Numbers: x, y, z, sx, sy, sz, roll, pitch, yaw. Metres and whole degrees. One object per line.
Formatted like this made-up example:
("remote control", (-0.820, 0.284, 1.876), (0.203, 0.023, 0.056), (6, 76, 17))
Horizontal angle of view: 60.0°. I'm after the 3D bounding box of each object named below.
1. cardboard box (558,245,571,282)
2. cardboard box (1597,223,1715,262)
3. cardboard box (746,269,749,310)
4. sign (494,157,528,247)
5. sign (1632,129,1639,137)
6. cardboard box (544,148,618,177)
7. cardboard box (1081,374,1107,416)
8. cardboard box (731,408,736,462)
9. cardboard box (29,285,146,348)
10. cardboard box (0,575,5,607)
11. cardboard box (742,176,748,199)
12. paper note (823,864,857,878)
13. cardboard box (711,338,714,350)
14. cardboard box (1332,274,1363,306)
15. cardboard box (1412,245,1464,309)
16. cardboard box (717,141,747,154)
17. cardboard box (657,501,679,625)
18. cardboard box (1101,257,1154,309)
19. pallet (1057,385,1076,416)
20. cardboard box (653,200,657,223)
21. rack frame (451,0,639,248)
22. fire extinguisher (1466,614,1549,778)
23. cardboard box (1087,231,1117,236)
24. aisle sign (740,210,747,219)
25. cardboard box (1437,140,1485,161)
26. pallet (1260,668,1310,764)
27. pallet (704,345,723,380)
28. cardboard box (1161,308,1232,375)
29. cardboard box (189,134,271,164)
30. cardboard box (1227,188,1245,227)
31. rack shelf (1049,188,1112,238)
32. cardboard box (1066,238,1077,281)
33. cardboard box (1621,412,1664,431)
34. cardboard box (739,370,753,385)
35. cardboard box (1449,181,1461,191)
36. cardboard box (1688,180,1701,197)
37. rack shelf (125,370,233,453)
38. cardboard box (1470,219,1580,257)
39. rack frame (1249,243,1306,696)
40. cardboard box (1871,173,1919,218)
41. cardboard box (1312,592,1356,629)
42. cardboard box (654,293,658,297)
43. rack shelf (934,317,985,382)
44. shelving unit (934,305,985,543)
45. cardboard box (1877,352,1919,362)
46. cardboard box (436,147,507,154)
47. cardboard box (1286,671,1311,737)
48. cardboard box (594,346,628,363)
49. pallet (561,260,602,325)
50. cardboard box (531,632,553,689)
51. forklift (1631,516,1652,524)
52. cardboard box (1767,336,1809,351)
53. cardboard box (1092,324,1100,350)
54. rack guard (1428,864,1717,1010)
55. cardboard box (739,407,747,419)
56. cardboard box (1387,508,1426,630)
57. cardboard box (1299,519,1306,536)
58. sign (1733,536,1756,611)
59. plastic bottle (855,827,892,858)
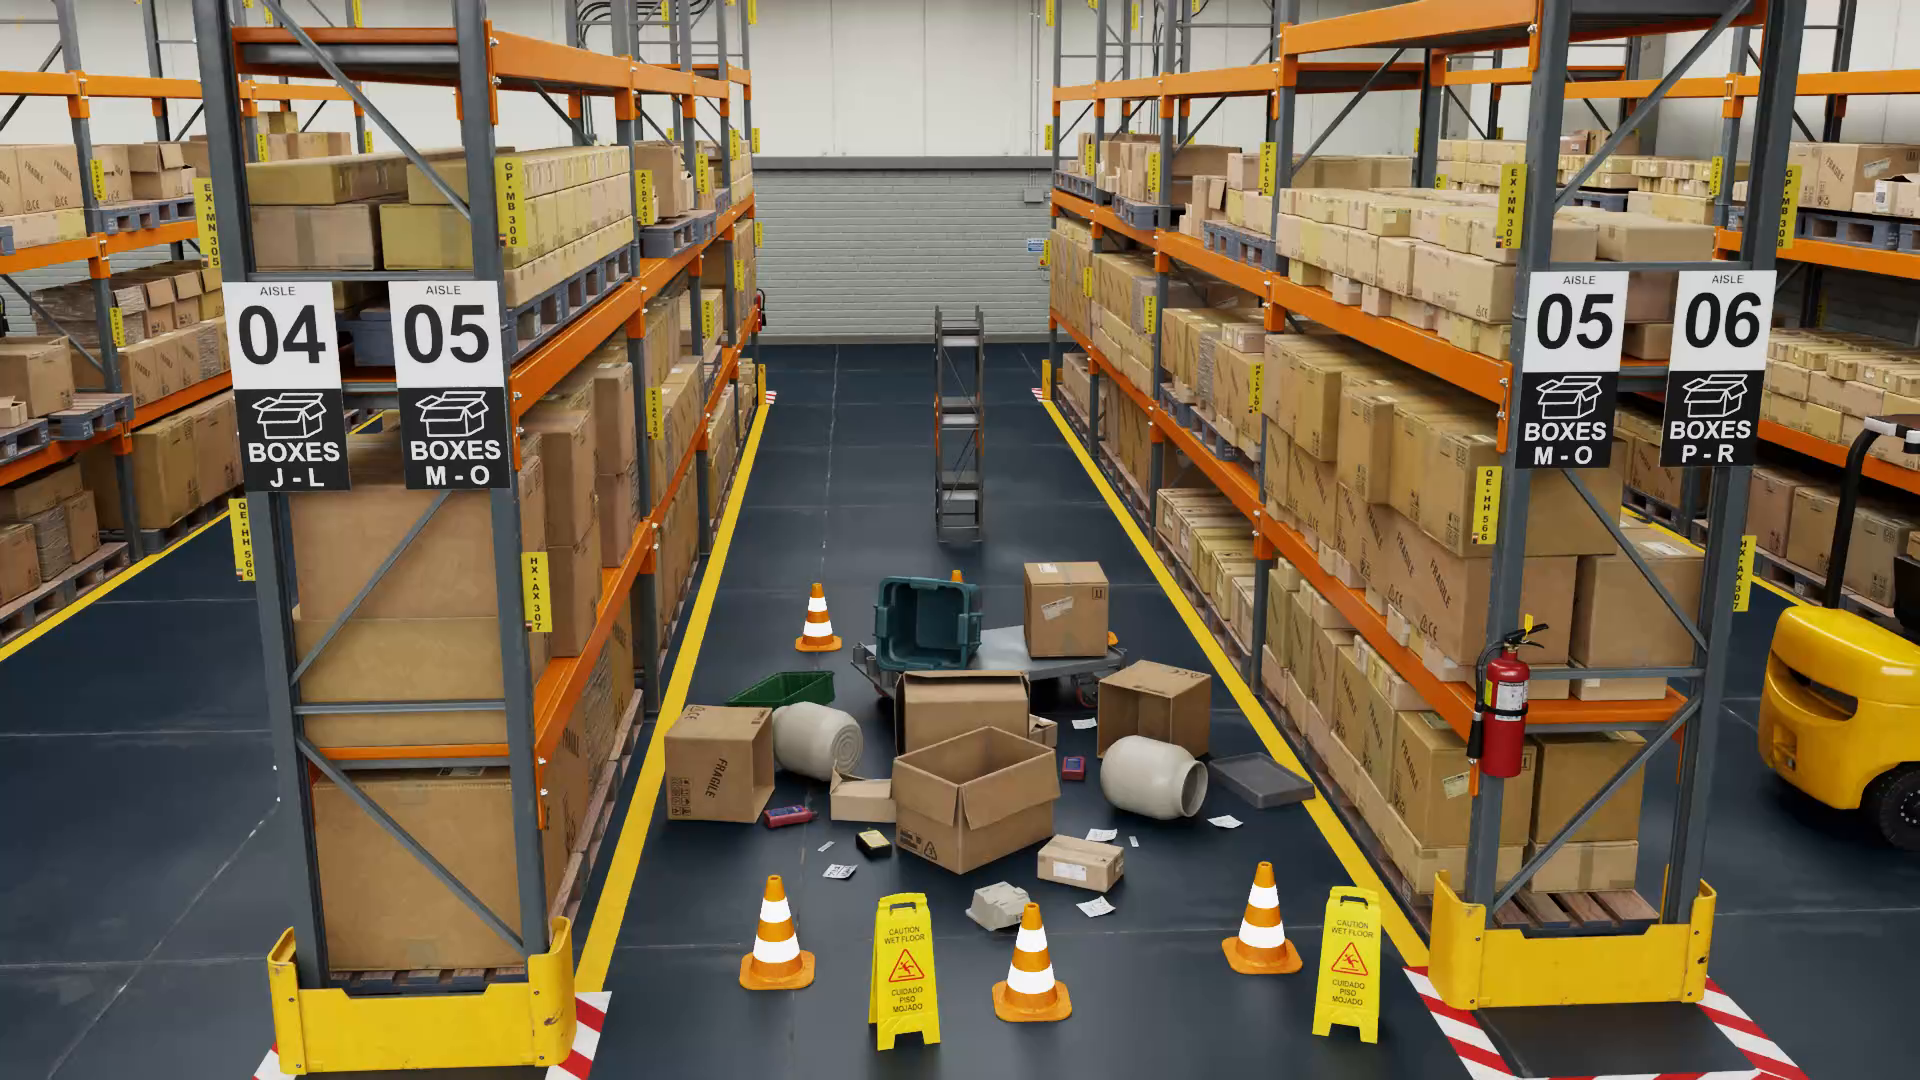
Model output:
("cardboard box", (-1.982, -1.254, 7.544), (0.380, 0.149, 0.250), (-1, 14, -3))
("cardboard box", (2.898, -1.240, 6.934), (0.380, 0.149, 0.250), (-1, 14, -4))
("cardboard box", (-2.836, -3.015, 20.152), (0.500, 0.500, 0.500), (0, 14, -1))
("sign", (-1.664, -1.251, 6.160), (0.100, 0.325, 0.005), (-1, 14, -3))
("sign", (7.481, -4.396, 18.470), (0.100, 0.325, 0.005), (-1, 14, -3))
("cardboard box", (-2.094, -2.082, 9.163), (0.380, 0.149, 0.250), (-1, 14, -4))
("cardboard box", (1.985, -1.759, 20.364), (0.875, 0.438, 0.875), (-1, 14, -5))
("cardboard box", (-2.664, -1.127, 17.783), (0.500, 0.500, 0.500), (-1, 14, -5))
("cardboard box", (-7.699, -1.984, 14.728), (0.797, 0.503, 0.637), (0, 14, -2))
("cardboard box", (-7.485, 0.313, 12.146), (0.700, 0.500, 0.500), (-2, 15, -8))
("cardboard box", (-2.808, -4.198, 19.826), (0.500, 0.250, 0.500), (0, 14, -1))
("paper note", (-0.618, 1.703, 8.572), (0.144, 0.017, 0.142), (4, 15, 16))
("cardboard box", (-2.655, -1.976, 16.572), (0.380, 0.149, 0.250), (0, 14, -1))
("cardboard box", (2.235, -1.354, 8.976), (0.380, 0.149, 0.250), (-1, 14, -5))
("cardboard box", (2.399, -1.204, 7.593), (0.500, 0.250, 0.500), (-1, 14, -4))
("cardboard box", (-2.837, -4.855, 20.579), (0.380, 0.149, 0.250), (-1, 14, -3))
("cardboard box", (-2.650, 0.169, 12.247), (1.050, 0.750, 0.750), (-1, 14, -3))
("cardboard box", (1.772, -2.708, 17.549), (0.500, 0.500, 0.500), (-1, 14, -4))
("pallet", (1.853, -1.862, 22.065), (1.003, 0.211, 1.213), (-1, 14, -3))
("cardboard box", (-2.293, -2.260, 11.454), (0.380, 0.149, 0.250), (-1, 14, -3))
("rack frame", (-2.466, -3.230, 9.744), (1.000, 3.000, 0.127), (-1, 14, -3))
("fire extinguisher", (2.264, 0.642, 6.891), (0.296, 0.674, 0.183), (-1, 14, -3))
("cardboard box", (1.689, -3.526, 19.426), (0.380, 0.149, 0.250), (-1, 14, -4))
("aisle sign", (-2.914, -4.591, 21.855), (0.394, 0.787, 0.004), (-1, 14, -3))
("cardboard box", (6.469, -5.013, 21.395), (0.500, 0.250, 0.500), (-1, 14, -4))
("pallet", (2.545, 1.091, 10.586), (1.003, 0.211, 1.213), (-1, 14, -3))
("pallet", (-2.877, -1.718, 16.293), (1.003, 0.211, 1.213), (-1, 14, -3))
("cardboard box", (2.018, -1.701, 14.202), (0.500, 0.500, 0.500), (-1, 14, -5))
("cardboard box", (-8.026, -4.209, 18.326), (0.700, 0.500, 0.500), (-2, 15, -7))
("cardboard box", (2.231, -2.405, 12.017), (0.500, 0.250, 0.500), (-1, 14, -3))
("rack shelf", (1.849, -4.017, 20.268), (1.077, 0.370, 4.000), (-1, 14, -3))
("cardboard box", (1.581, -3.439, 20.389), (0.500, 0.500, 0.500), (-1, 14, -3))
("cardboard box", (6.884, -1.186, 16.712), (0.380, 0.149, 0.250), (-1, 14, -4))
("cardboard box", (-2.797, -2.035, 20.823), (0.380, 0.149, 0.250), (0, 14, -1))
("cardboard box", (6.444, -4.479, 21.122), (0.380, 0.149, 0.250), (-1, 14, -4))
("cardboard box", (6.916, -3.221, 15.229), (0.380, 0.149, 0.250), (-1, 14, -5))
("rack shelf", (-7.794, -1.417, 16.181), (1.077, 0.370, 4.000), (-1, 14, -3))
("cardboard box", (2.423, -1.293, 7.139), (0.380, 0.149, 0.250), (-1, 14, -2))
("rack frame", (2.469, -0.426, 10.886), (1.000, 3.000, 0.127), (-1, 14, -3))
("cardboard box", (7.087, -2.532, 12.187), (0.500, 0.311, 0.500), (-1, 14, -5))
("cardboard box", (2.237, 0.403, 9.534), (0.380, 0.149, 0.250), (0, 14, 0))
("cardboard box", (-3.373, -2.510, 17.451), (0.380, 0.149, 0.250), (0, 14, -2))
("rack shelf", (-0.010, -1.723, 14.977), (0.431, 0.518, 0.480), (-1, 14, -3))
("shelving unit", (-0.010, -1.058, 15.148), (0.431, 2.100, 0.503), (-1, 14, -3))
("cardboard box", (7.511, -1.402, 13.175), (0.380, 0.149, 0.250), (0, 14, -2))
("cardboard box", (-2.765, -2.134, 9.366), (0.380, 0.149, 0.250), (-1, 14, -4))
("cardboard box", (2.280, 0.986, 10.075), (0.500, 0.250, 0.500), (0, 14, 0))
("cardboard box", (-2.502, -0.981, 10.834), (0.700, 0.500, 0.500), (-1, 14, -4))
("pallet", (-2.353, -1.228, 8.161), (1.003, 0.211, 1.213), (-1, 14, -3))
("cardboard box", (-2.342, 0.370, 7.493), (0.875, 0.550, 0.550), (-1, 14, -3))
("forklift", (5.149, -1.634, 15.720), (1.130, 2.935, 3.031), (-9, 17, -31))
("cardboard box", (6.960, -1.647, 14.130), (0.380, 0.149, 0.250), (0, 14, -2))
("cardboard box", (1.737, -2.229, 18.196), (0.500, 0.250, 0.500), (-1, 14, -5))
("rack guard", (2.712, 1.760, 7.405), (1.175, 0.500, 0.348), (-1, 14, -3))
("cardboard box", (-2.784, -1.554, 20.150), (0.380, 0.149, 0.250), (-1, 14, -5))
("cardboard box", (2.381, 0.121, 7.962), (0.500, 0.500, 0.500), (-1, 14, -3))
("cardboard box", (2.282, -0.093, 10.098), (0.380, 0.149, 0.250), (-1, 14, -4))
("sign", (3.258, 0.141, 6.944), (0.100, 0.325, 0.005), (-1, 14, -3))
("plastic bottle", (-0.474, 1.608, 8.876), (0.133, 0.061, 0.283), (-6, 16, -23))
